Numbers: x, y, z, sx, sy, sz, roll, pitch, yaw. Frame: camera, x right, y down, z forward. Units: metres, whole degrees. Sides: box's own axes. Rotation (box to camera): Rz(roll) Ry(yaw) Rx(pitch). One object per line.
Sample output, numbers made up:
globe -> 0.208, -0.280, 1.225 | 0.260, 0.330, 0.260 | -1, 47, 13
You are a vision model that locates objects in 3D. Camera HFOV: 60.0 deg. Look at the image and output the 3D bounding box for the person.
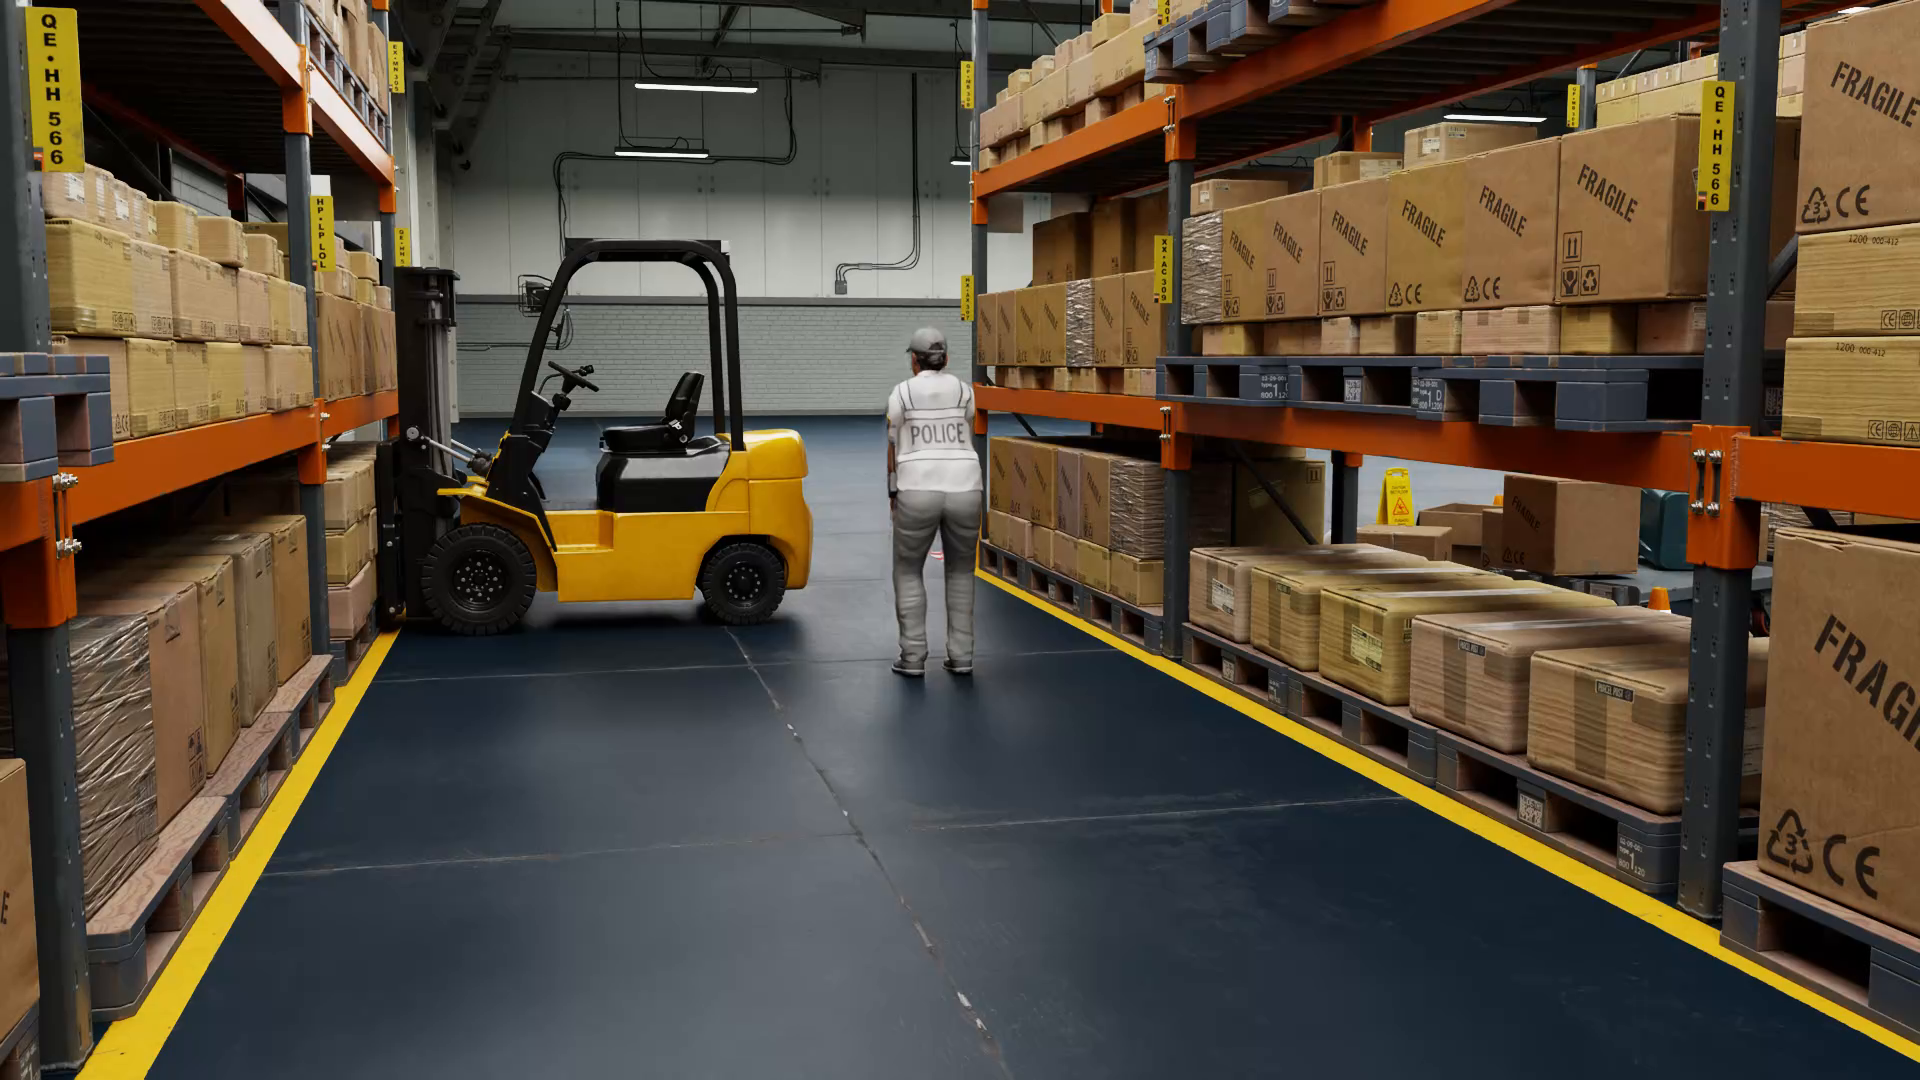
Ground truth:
person -> -0.137, -0.182, 7.919 | 0.452, 1.657, 0.564 | -2, 6, -15
